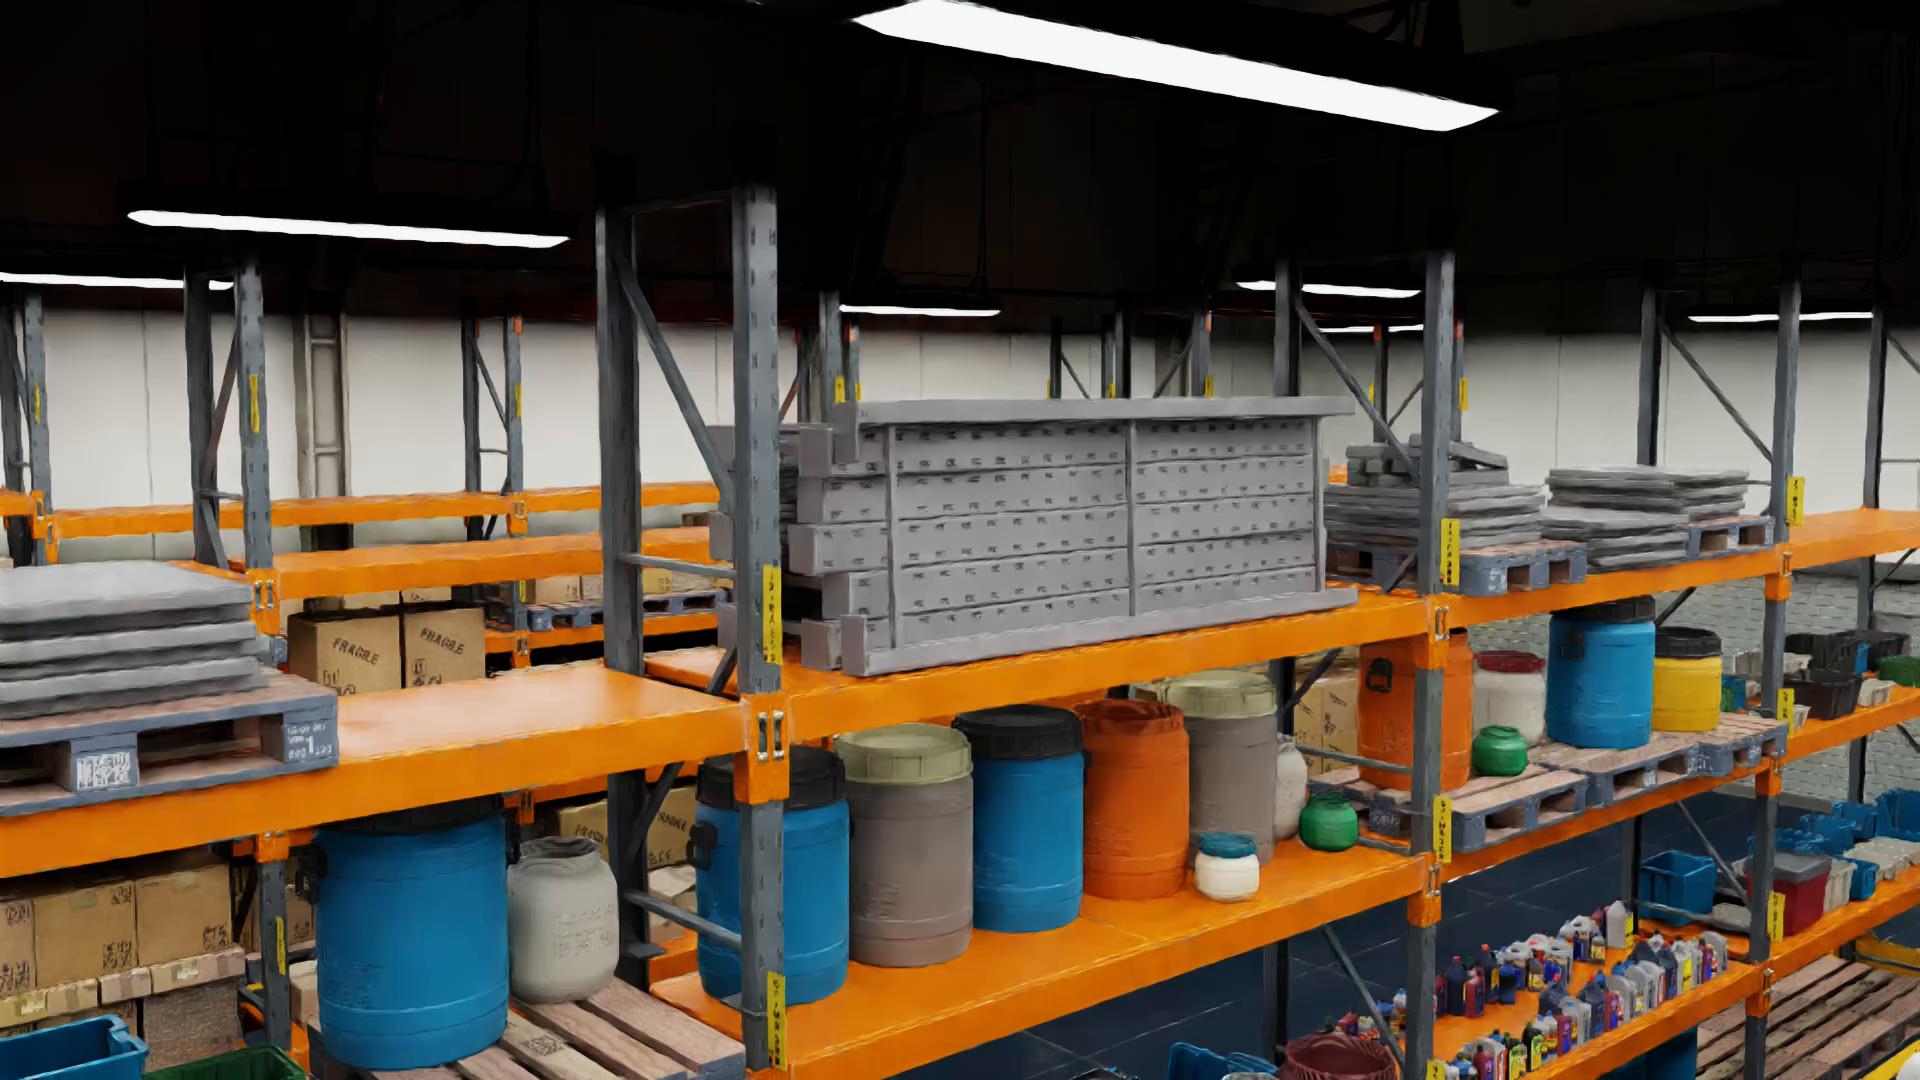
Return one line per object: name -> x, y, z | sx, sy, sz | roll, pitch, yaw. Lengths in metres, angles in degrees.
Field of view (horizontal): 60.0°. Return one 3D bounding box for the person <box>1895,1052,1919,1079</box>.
person -> 5.534, 3.449, 9.229 | 0.578, 1.714, 0.719 | -5, 7, -43
